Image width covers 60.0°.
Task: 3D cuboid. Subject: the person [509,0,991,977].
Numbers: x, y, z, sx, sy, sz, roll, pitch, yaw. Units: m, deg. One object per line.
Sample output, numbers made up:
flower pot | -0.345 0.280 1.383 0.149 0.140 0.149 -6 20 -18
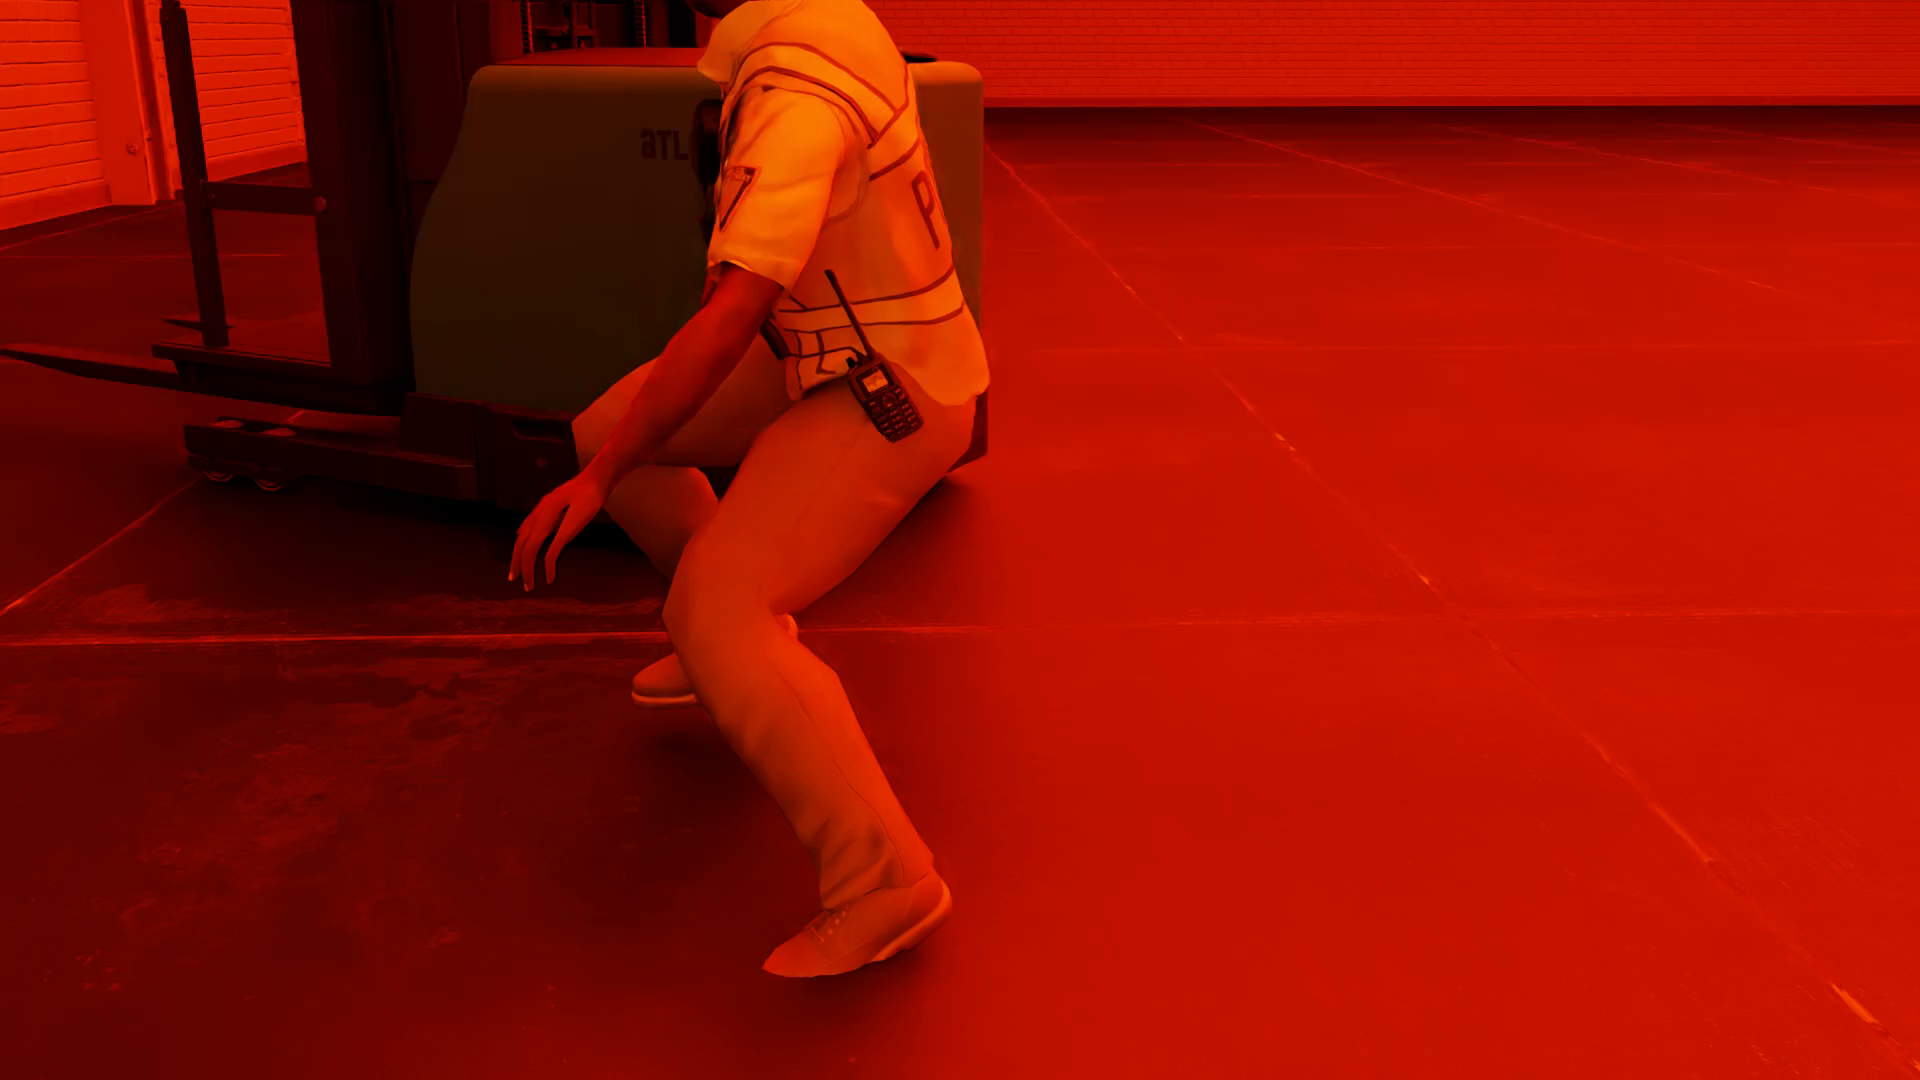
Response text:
person | -0.277 -0.218 2.291 0.676 1.471 0.844 -4 17 -12

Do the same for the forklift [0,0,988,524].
forklift | -1.472 -1.654 4.313 3.031 2.935 1.130 9 19 27
